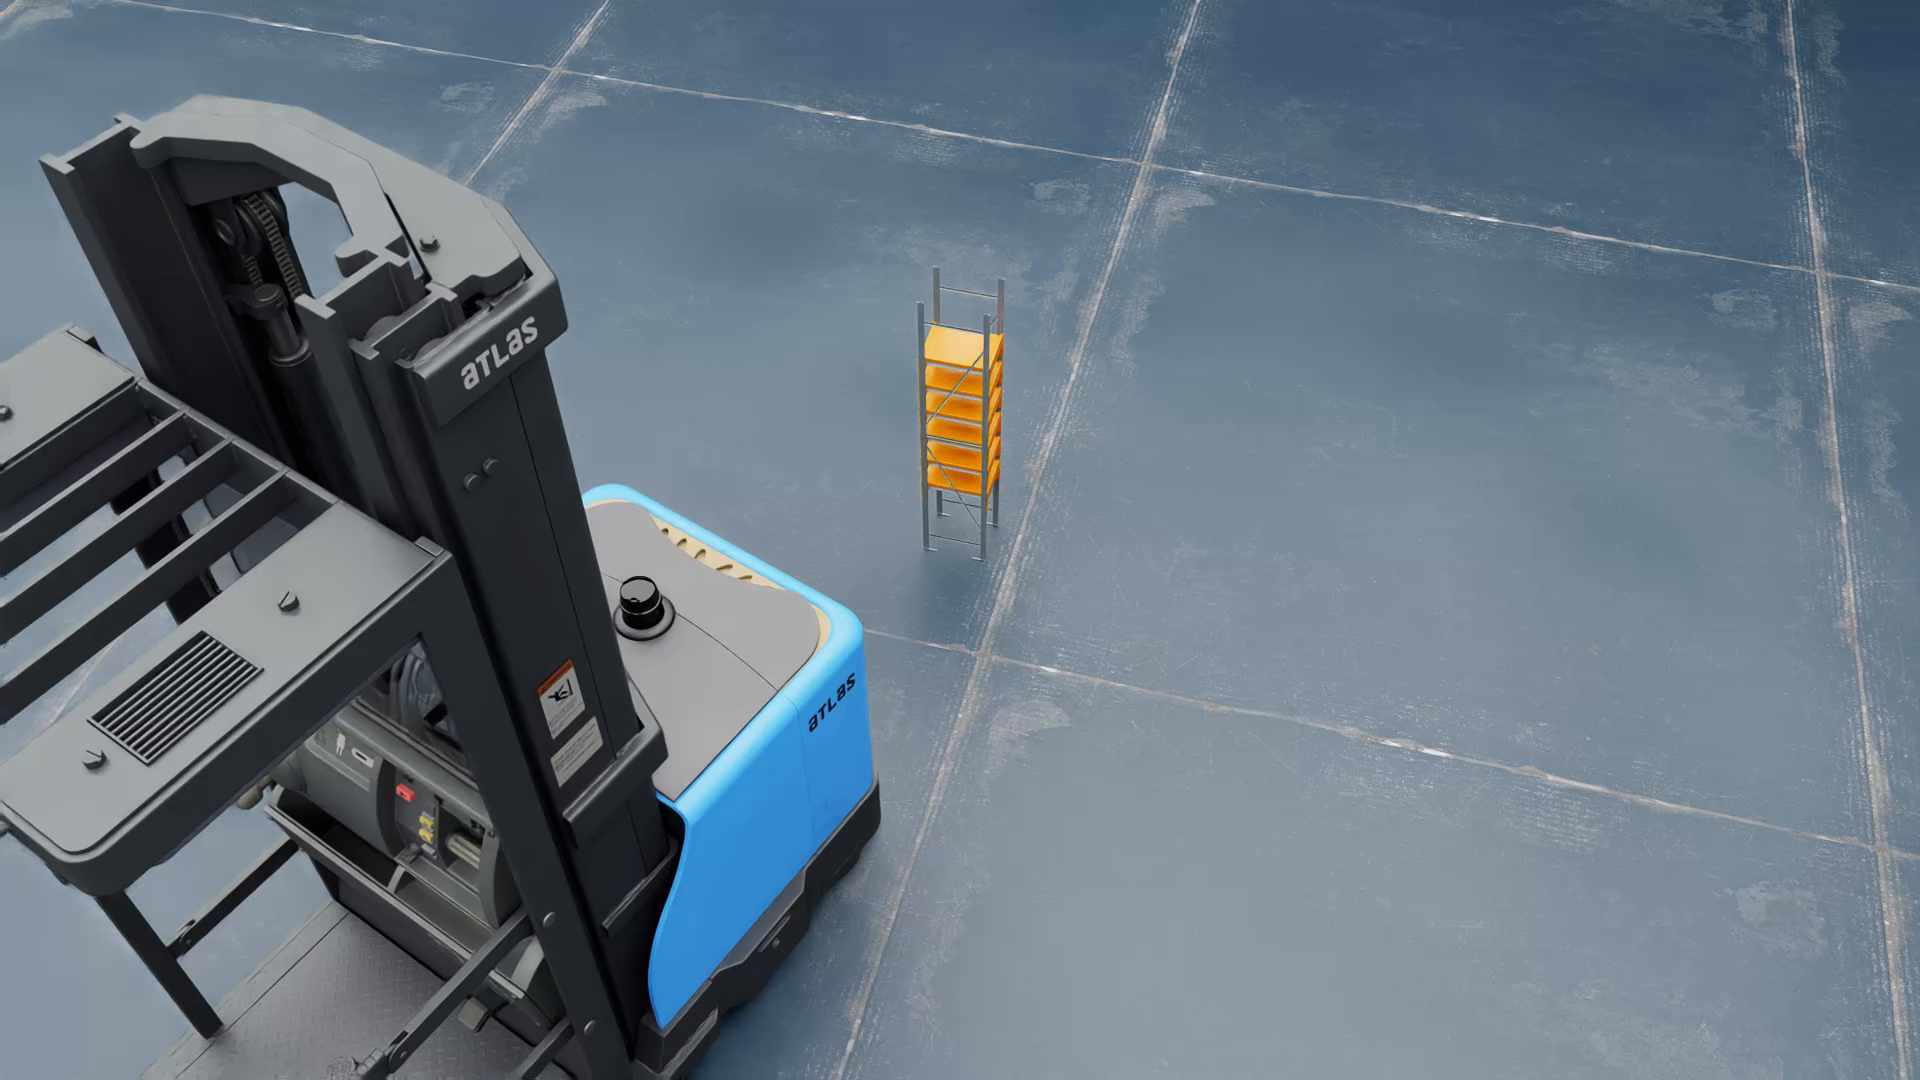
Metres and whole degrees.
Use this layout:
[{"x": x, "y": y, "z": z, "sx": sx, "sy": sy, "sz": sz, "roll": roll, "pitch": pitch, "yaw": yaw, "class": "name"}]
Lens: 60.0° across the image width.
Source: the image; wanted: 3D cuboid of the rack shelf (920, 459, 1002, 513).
[{"x": 0.004, "y": -0.219, "z": 6.023, "sx": 0.258, "sy": 0.103, "sz": 0.180, "roll": 12, "pitch": 50, "yaw": 10, "class": "rack shelf"}]

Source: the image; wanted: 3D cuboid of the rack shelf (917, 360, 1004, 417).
[{"x": 0.004, "y": -0.537, "z": 5.663, "sx": 0.258, "sy": 0.103, "sz": 0.180, "roll": 12, "pitch": 50, "yaw": 10, "class": "rack shelf"}]

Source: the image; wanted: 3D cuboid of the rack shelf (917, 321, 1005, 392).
[{"x": 0.004, "y": -0.616, "z": 5.573, "sx": 0.258, "sy": 0.103, "sz": 0.180, "roll": 12, "pitch": 50, "yaw": 10, "class": "rack shelf"}]

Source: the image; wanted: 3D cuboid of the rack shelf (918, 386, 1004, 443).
[{"x": 0.004, "y": -0.458, "z": 5.753, "sx": 0.258, "sy": 0.103, "sz": 0.180, "roll": 12, "pitch": 50, "yaw": 10, "class": "rack shelf"}]

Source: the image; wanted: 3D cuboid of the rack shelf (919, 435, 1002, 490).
[{"x": 0.004, "y": -0.299, "z": 5.933, "sx": 0.258, "sy": 0.103, "sz": 0.180, "roll": 12, "pitch": 50, "yaw": 10, "class": "rack shelf"}]

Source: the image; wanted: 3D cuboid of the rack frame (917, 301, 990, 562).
[{"x": -0.020, "y": -0.341, "z": 5.751, "sx": 0.240, "sy": 1.200, "sz": 0.006, "roll": 12, "pitch": 50, "yaw": 10, "class": "rack frame"}]

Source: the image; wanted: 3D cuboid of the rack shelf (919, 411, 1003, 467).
[{"x": 0.004, "y": -0.378, "z": 5.843, "sx": 0.258, "sy": 0.103, "sz": 0.180, "roll": 12, "pitch": 50, "yaw": 10, "class": "rack shelf"}]

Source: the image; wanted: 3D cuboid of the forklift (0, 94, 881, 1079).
[{"x": -1.507, "y": 0.662, "z": 3.711, "sx": 1.130, "sy": 2.935, "sz": 3.031, "roll": 27, "pitch": 54, "yaw": 22, "class": "forklift"}]

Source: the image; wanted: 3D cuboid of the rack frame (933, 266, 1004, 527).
[{"x": 0.028, "y": -0.474, "z": 5.868, "sx": 0.240, "sy": 1.200, "sz": 0.006, "roll": 12, "pitch": 50, "yaw": 10, "class": "rack frame"}]

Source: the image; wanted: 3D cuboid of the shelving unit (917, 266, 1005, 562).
[{"x": 0.004, "y": -0.408, "z": 5.809, "sx": 0.258, "sy": 1.200, "sz": 0.189, "roll": 12, "pitch": 50, "yaw": 10, "class": "shelving unit"}]
